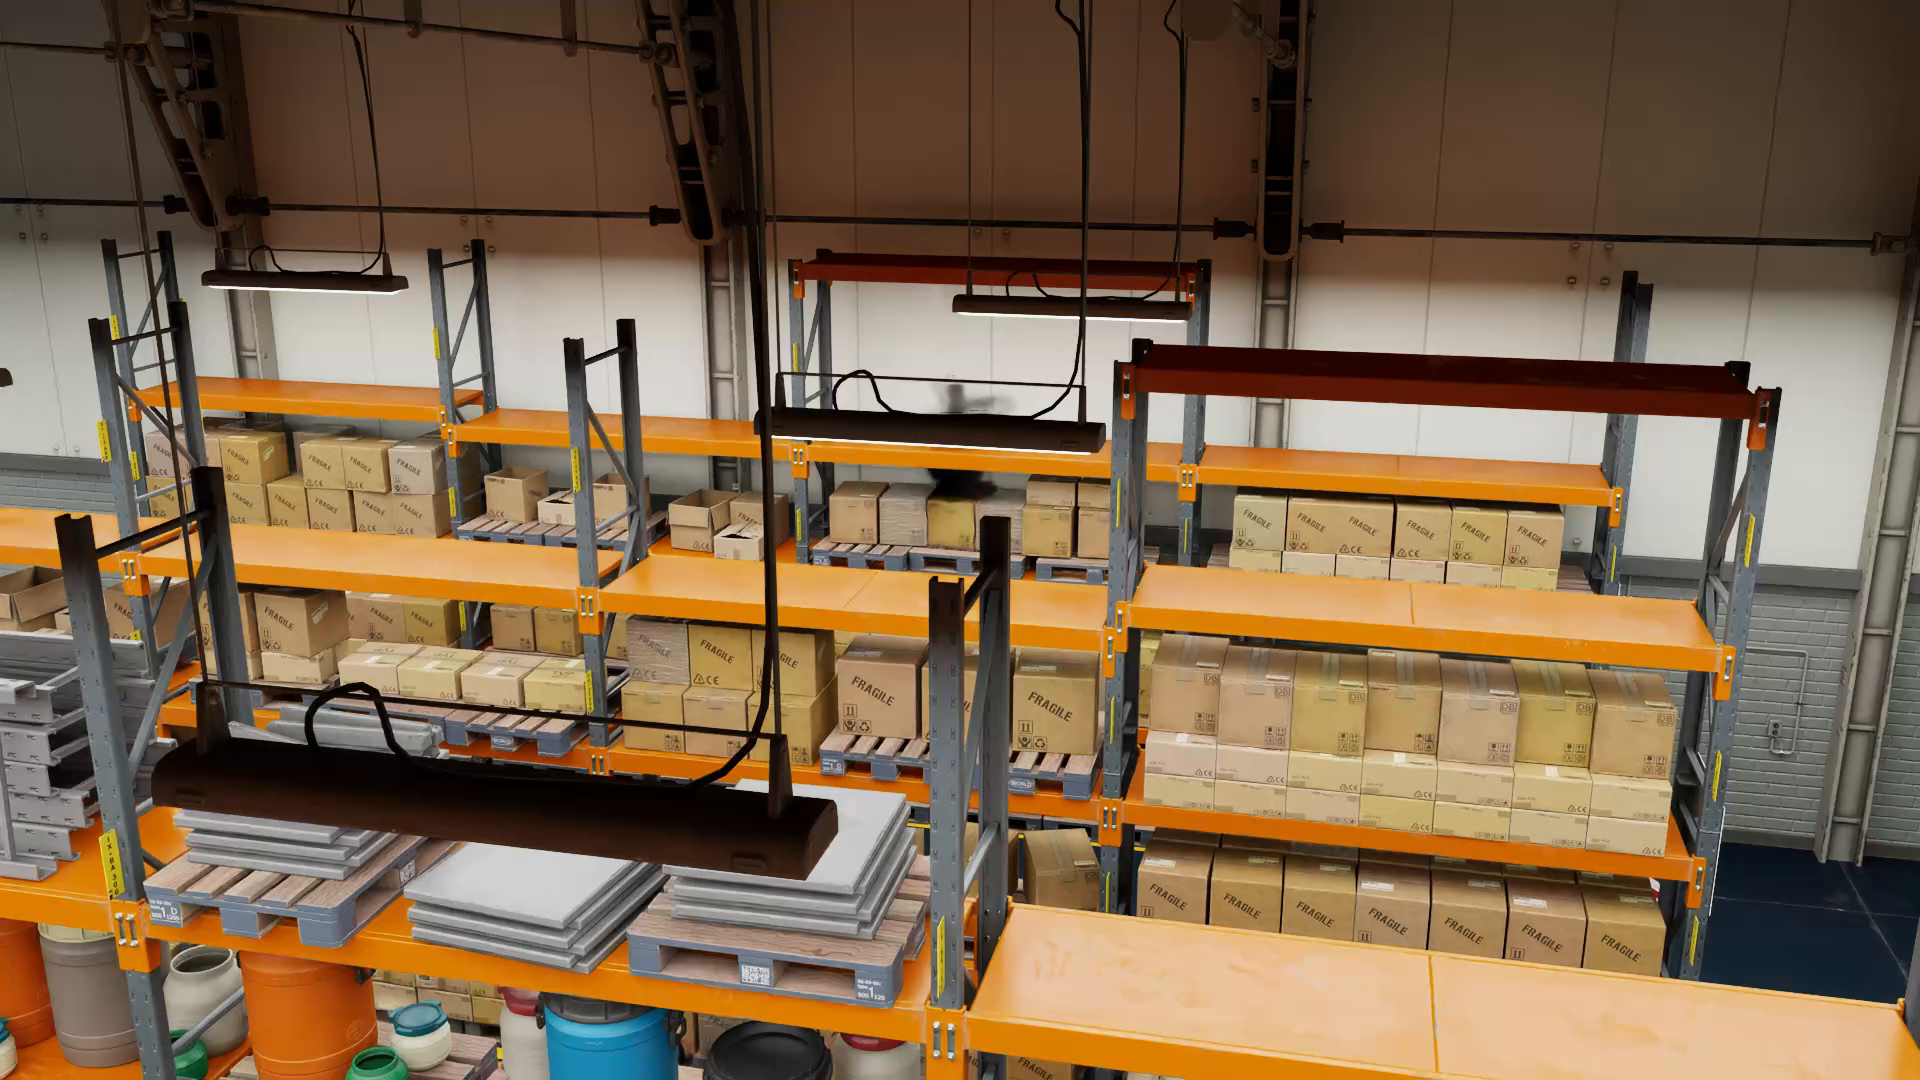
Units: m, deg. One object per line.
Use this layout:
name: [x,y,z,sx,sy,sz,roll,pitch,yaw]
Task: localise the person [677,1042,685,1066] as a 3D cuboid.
person: [-2.102,4.065,11.454,0.678,1.749,0.639,2,16,8]
